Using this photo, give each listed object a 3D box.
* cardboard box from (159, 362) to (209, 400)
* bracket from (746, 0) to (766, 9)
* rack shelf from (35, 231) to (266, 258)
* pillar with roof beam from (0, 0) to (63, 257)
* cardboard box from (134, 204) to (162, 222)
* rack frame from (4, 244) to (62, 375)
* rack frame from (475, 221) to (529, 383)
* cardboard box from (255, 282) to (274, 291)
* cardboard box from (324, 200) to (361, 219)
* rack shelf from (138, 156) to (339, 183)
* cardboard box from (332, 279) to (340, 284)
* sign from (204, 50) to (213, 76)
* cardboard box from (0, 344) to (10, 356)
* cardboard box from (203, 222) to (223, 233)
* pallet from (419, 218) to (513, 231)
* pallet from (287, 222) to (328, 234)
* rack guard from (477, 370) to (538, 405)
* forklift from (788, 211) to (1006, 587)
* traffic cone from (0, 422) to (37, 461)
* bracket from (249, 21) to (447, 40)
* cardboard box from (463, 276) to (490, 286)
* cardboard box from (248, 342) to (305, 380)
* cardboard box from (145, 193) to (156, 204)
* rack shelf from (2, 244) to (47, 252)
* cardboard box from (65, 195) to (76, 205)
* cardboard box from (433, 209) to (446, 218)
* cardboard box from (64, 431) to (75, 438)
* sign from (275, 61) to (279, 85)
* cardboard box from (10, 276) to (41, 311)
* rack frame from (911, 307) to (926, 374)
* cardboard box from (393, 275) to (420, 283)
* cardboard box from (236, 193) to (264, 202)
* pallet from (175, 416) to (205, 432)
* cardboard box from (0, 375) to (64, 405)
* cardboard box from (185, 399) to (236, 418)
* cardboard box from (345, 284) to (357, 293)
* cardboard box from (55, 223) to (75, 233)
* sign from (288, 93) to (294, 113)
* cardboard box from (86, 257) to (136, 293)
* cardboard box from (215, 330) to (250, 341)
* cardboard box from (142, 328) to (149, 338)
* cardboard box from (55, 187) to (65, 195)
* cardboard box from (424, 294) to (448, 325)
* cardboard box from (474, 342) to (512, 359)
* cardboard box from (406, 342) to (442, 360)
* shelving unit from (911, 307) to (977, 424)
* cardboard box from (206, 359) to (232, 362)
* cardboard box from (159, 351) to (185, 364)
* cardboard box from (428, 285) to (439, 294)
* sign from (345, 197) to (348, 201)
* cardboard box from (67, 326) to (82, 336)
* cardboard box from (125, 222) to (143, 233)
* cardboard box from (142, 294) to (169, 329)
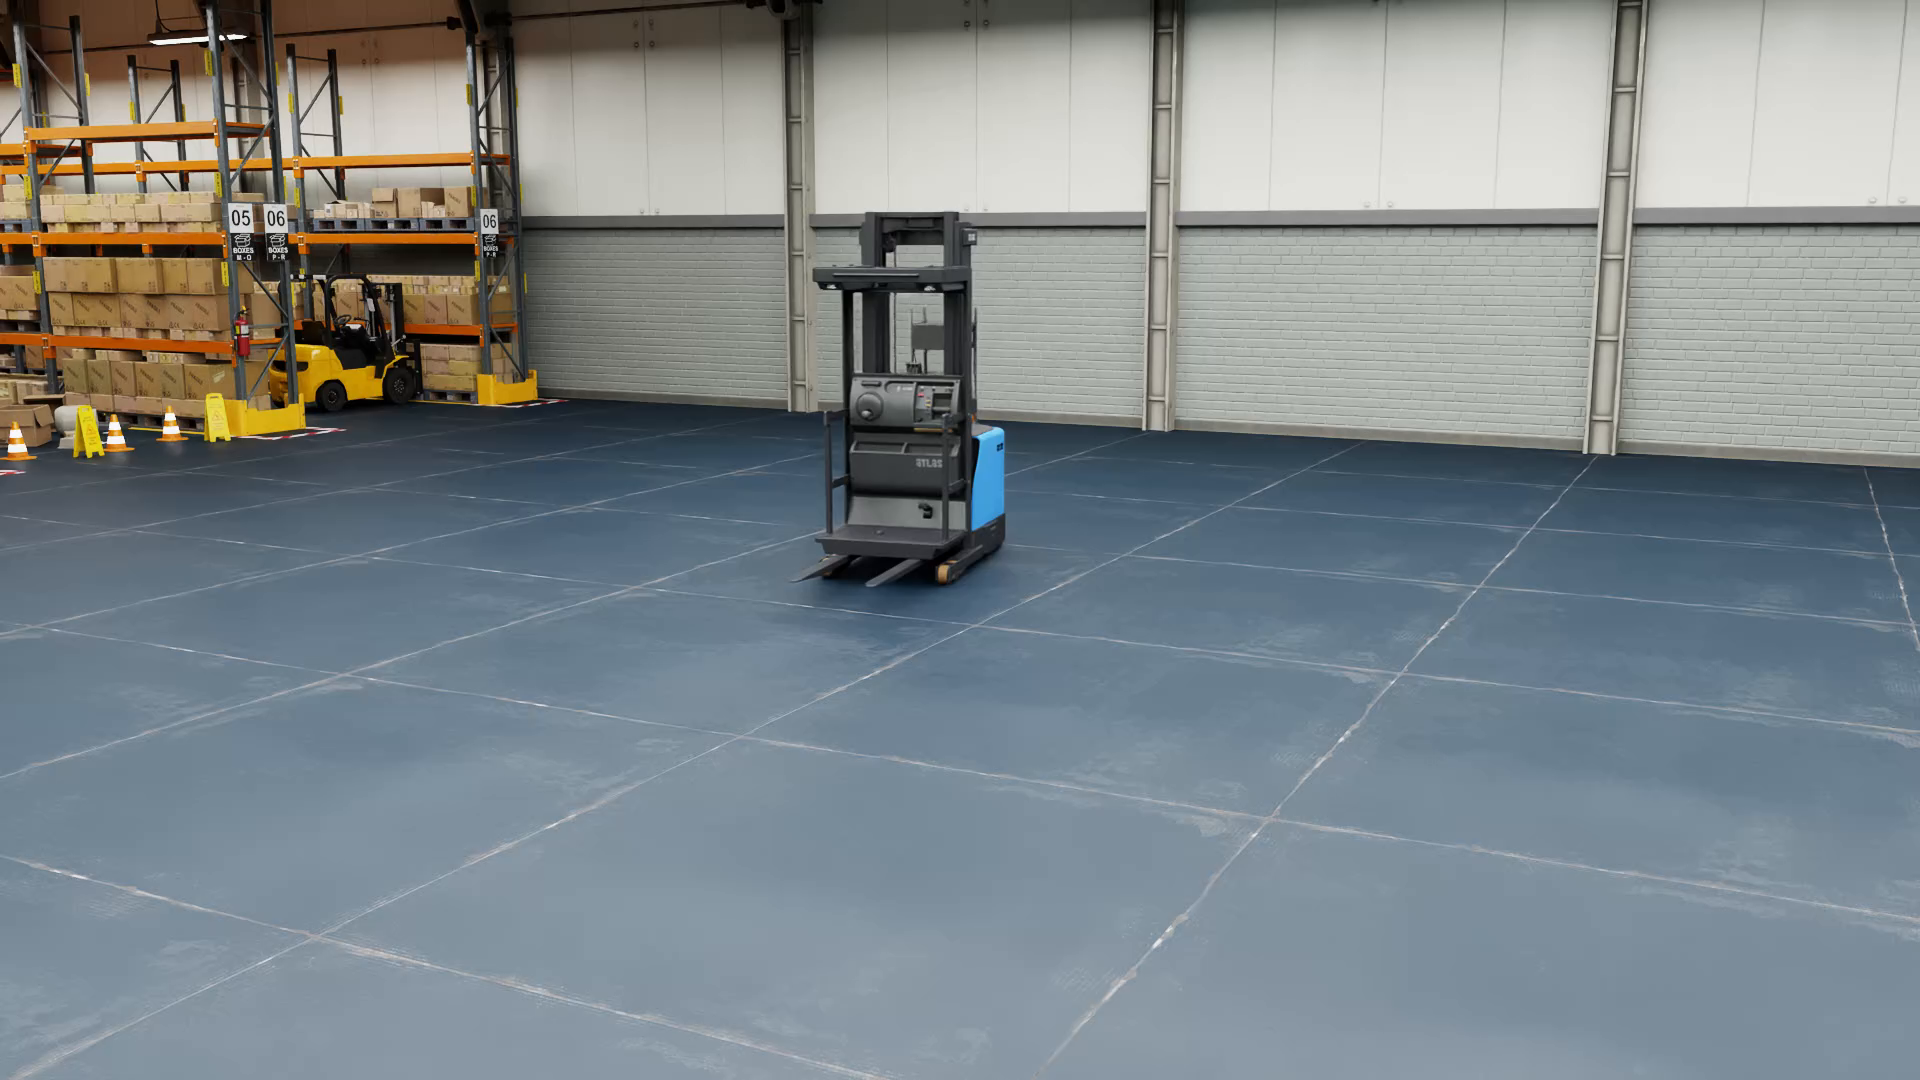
[{"bbox_3d":[-11.163,-2.309,24.000,0.500,0.500,0.500,6,12,28],"label":"cardboard box"},{"bbox_3d":[-3.041,-8.242,25.397,0.430,0.232,0.235,5,11,26],"label":"bracket"},{"bbox_3d":[-11.653,-4.304,24.184,4.000,0.370,1.077,5,11,26],"label":"rack shelf"},{"bbox_3d":[-20.558,-7.226,29.889,0.548,9.000,9.100,5,11,26],"label":"pillar with roof beam"},{"bbox_3d":[-11.355,-4.650,23.663,0.500,0.250,0.500,5,12,27],"label":"cardboard box"},{"bbox_3d":[-18.428,-4.763,33.123,0.127,3.000,1.000,5,11,26],"label":"rack frame"},{"bbox_3d":[-7.666,-3.817,27.899,0.127,3.000,1.000,5,11,26],"label":"rack frame"},{"bbox_3d":[-12.388,-4.537,29.773,0.250,0.149,0.380,5,11,24],"label":"cardboard box"},{"bbox_3d":[-10.615,-5.716,28.757,0.500,0.311,0.500,5,12,27],"label":"cardboard box"},{"bbox_3d":[-13.047,-6.691,30.076,4.000,0.370,1.077,5,11,26],"label":"rack shelf"},{"bbox_3d":[-10.817,-4.571,29.128,0.250,0.149,0.380,5,11,27],"label":"cardboard box"},{"bbox_3d":[-10.123,-6.427,22.404,0.005,0.325,0.100,5,11,26],"label":"sign"},{"bbox_3d":[-19.828,-3.836,33.842,0.500,0.500,0.700,5,11,24],"label":"cardboard box"},{"bbox_3d":[-10.303,-4.360,23.180,0.250,0.149,0.380,5,11,26],"label":"cardboard box"},{"bbox_3d":[-8.289,-5.310,27.970,1.213,0.211,1.003,5,11,26],"label":"pallet"},{"bbox_3d":[-12.050,-5.582,29.763,1.217,0.209,0.805,5,11,24],"label":"pallet"},{"bbox_3d":[-7.645,-2.585,28.111,0.348,0.500,1.175,5,11,26],"label":"rack guard"},{"bbox_3d":[-0.511,-1.162,13.420,1.130,2.935,3.031,3,11,17],"label":"forklift"},{"bbox_3d":[-11.807,-1.246,20.815,0.334,0.463,0.336,5,11,26],"label":"traffic cone"},{"bbox_3d":[-10.732,-8.918,29.131,4.783,0.066,0.076,5,11,26],"label":"bracket"},{"bbox_3d":[-8.081,-4.326,27.775,0.250,0.149,0.380,5,11,26],"label":"cardboard box"},{"bbox_3d":[-12.419,-3.272,30.376,0.625,0.625,0.875,5,11,25],"label":"cardboard box"},{"bbox_3d":[-11.388,-4.865,23.735,0.250,0.149,0.380,5,11,24],"label":"cardboard box"},{"bbox_3d":[-20.221,-6.042,33.791,4.000,0.370,1.077,5,11,26],"label":"rack shelf"},{"bbox_3d":[-12.830,-4.969,24.307,0.250,0.149,0.380,5,11,24],"label":"cardboard box"},{"bbox_3d":[-8.544,-5.442,27.700,0.250,0.149,0.380,5,11,24],"label":"cardboard box"},{"bbox_3d":[-11.928,-1.402,22.558,0.380,0.149,0.250,-7,12,-33],"label":"cardboard box"},{"bbox_3d":[-9.619,-6.561,23.371,0.005,0.325,0.100,5,11,26],"label":"sign"},{"bbox_3d":[-13.962,-3.741,25.184,0.500,0.500,0.500,5,11,25],"label":"cardboard box"},{"bbox_3d":[-0.376,-1.071,15.255,0.015,2.100,0.400,3,11,16],"label":"rack frame"},{"bbox_3d":[-9.459,-4.446,28.438,0.250,0.149,0.380,5,11,27],"label":"cardboard box"},{"bbox_3d":[-10.088,-4.829,23.536,0.250,0.149,0.380,5,11,25],"label":"cardboard box"},{"bbox_3d":[-10.640,-1.728,24.183,1.213,0.211,1.003,5,11,26],"label":"pallet"},{"bbox_3d":[-14.564,-2.350,25.991,0.625,0.372,0.950,6,12,29],"label":"cardboard box"},{"bbox_3d":[-10.725,-1.900,23.849,0.500,0.250,0.500,5,11,26],"label":"cardboard box"},{"bbox_3d":[-10.417,-4.366,28.829,0.250,0.149,0.380,5,12,27],"label":"cardboard box"},{"bbox_3d":[-13.066,-4.598,24.496,0.250,0.149,0.380,5,11,26],"label":"cardboard box"},{"bbox_3d":[-11.483,-7.495,28.532,0.005,0.325,0.100,5,11,26],"label":"sign"},{"bbox_3d":[-12.261,-3.870,24.267,0.500,0.500,0.700,5,11,25],"label":"cardboard box"},{"bbox_3d":[-10.289,-2.896,23.513,0.250,0.149,0.380,5,12,28],"label":"cardboard box"},{"bbox_3d":[-11.652,-3.019,24.196,0.250,0.149,0.380,5,11,26],"label":"cardboard box"},{"bbox_3d":[-14.245,-5.342,25.739,0.500,0.250,0.500,5,11,25],"label":"cardboard box"},{"bbox_3d":[-8.685,-3.906,28.106,0.500,0.500,0.500,5,12,28],"label":"cardboard box"},{"bbox_3d":[-8.014,-3.231,28.393,0.500,0.250,0.500,5,11,25],"label":"cardboard box"},{"bbox_3d":[-9.135,-3.227,28.370,0.500,0.250,0.500,5,11,27],"label":"cardboard box"},{"bbox_3d":[-0.141,-1.060,15.188,0.503,2.100,0.431,3,11,16],"label":"shelving unit"},{"bbox_3d":[-10.953,-2.397,24.486,0.500,0.500,0.500,5,11,24],"label":"cardboard box"},{"bbox_3d":[-11.276,-2.626,23.931,0.250,0.149,0.380,5,12,27],"label":"cardboard box"},{"bbox_3d":[-8.767,-4.235,28.106,0.250,0.149,0.380,5,11,25],"label":"cardboard box"},{"bbox_3d":[-11.009,-5.990,29.810,0.005,0.325,0.100,5,11,26],"label":"sign"},{"bbox_3d":[-13.056,-3.128,24.796,0.250,0.149,0.380,5,12,27],"label":"cardboard box"},{"bbox_3d":[-11.700,-4.474,23.810,0.250,0.149,0.380,5,11,25],"label":"cardboard box"},{"bbox_3d":[-11.362,-3.299,23.917,0.500,0.500,0.500,5,11,26],"label":"cardboard box"}]
